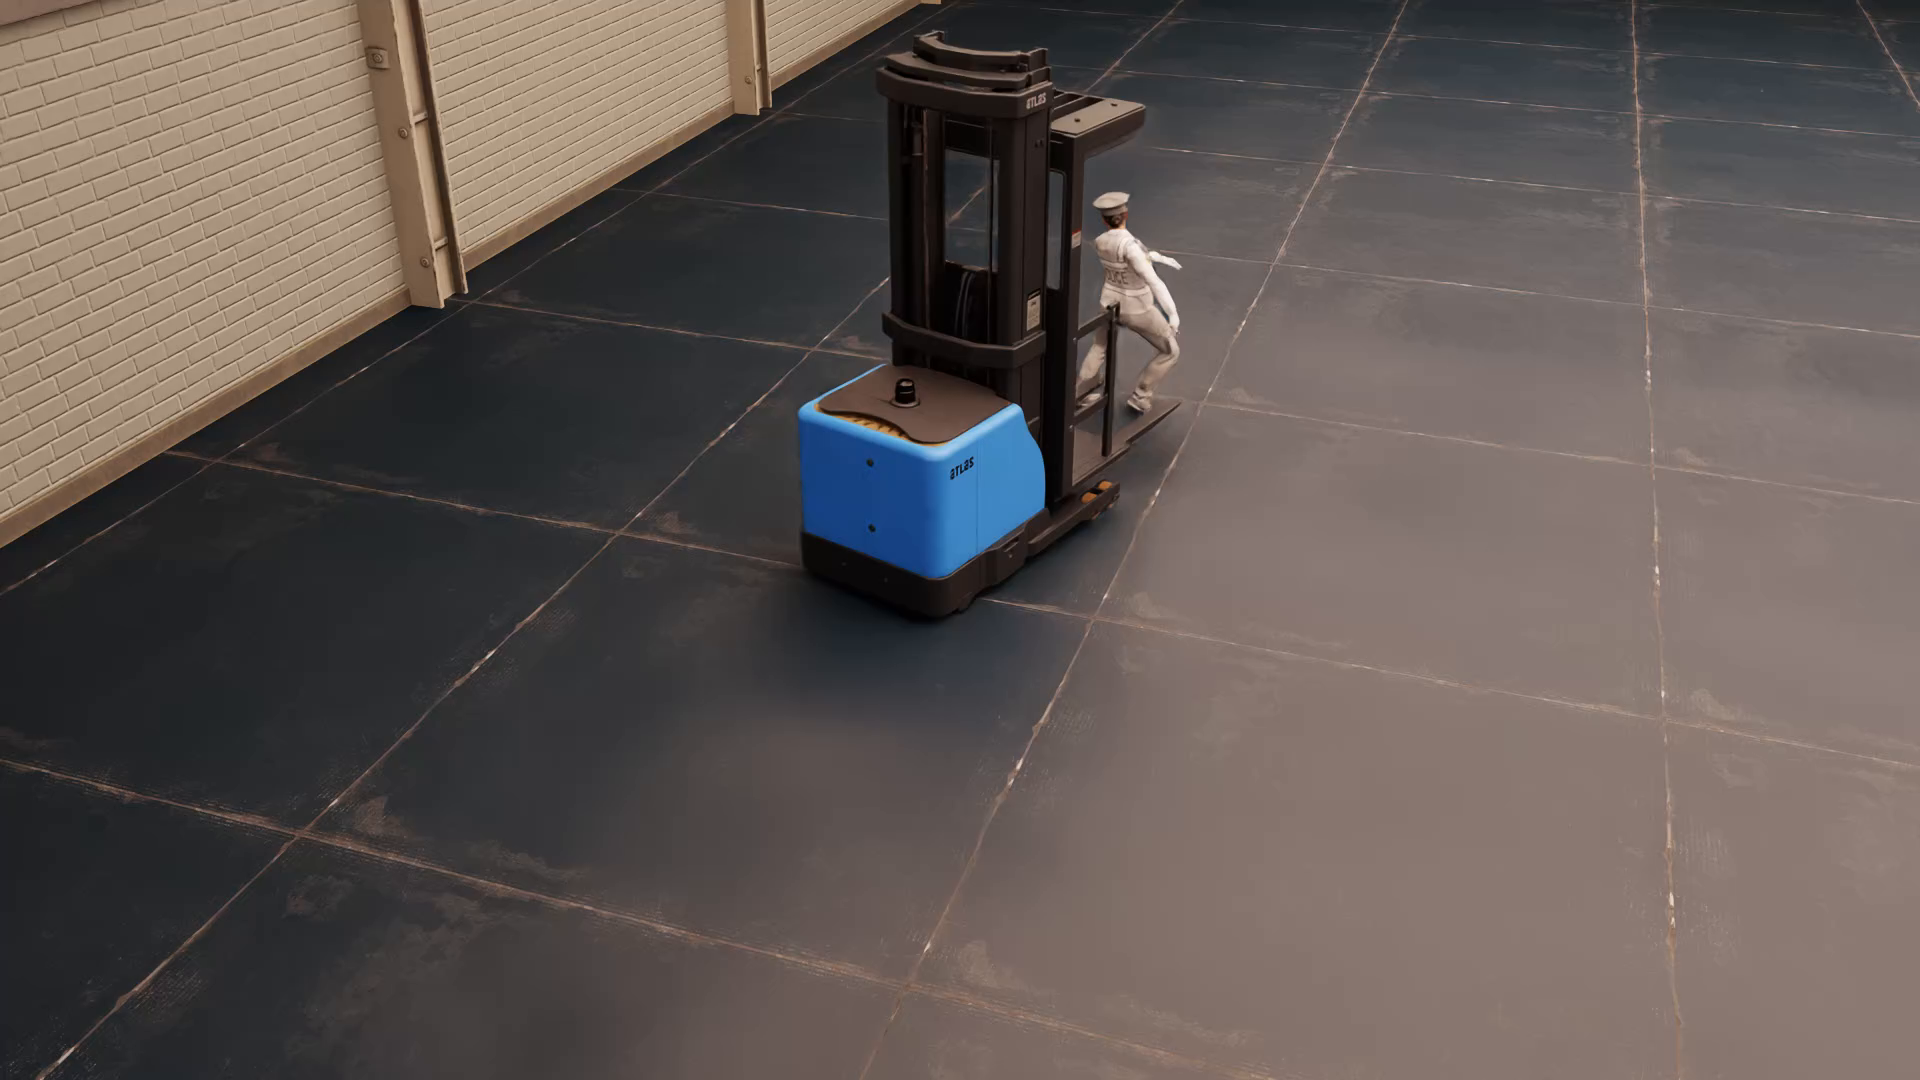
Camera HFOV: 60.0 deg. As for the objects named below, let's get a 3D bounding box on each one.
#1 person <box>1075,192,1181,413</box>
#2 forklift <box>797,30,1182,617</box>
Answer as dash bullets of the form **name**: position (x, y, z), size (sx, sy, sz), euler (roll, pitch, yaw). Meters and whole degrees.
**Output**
- **person**: position (1.229, -1.569, 11.368), size (0.725, 1.597, 0.783), euler (26, 38, 37)
- **forklift**: position (0.351, -1.524, 9.811), size (1.130, 2.935, 3.031), euler (20, 35, 31)
